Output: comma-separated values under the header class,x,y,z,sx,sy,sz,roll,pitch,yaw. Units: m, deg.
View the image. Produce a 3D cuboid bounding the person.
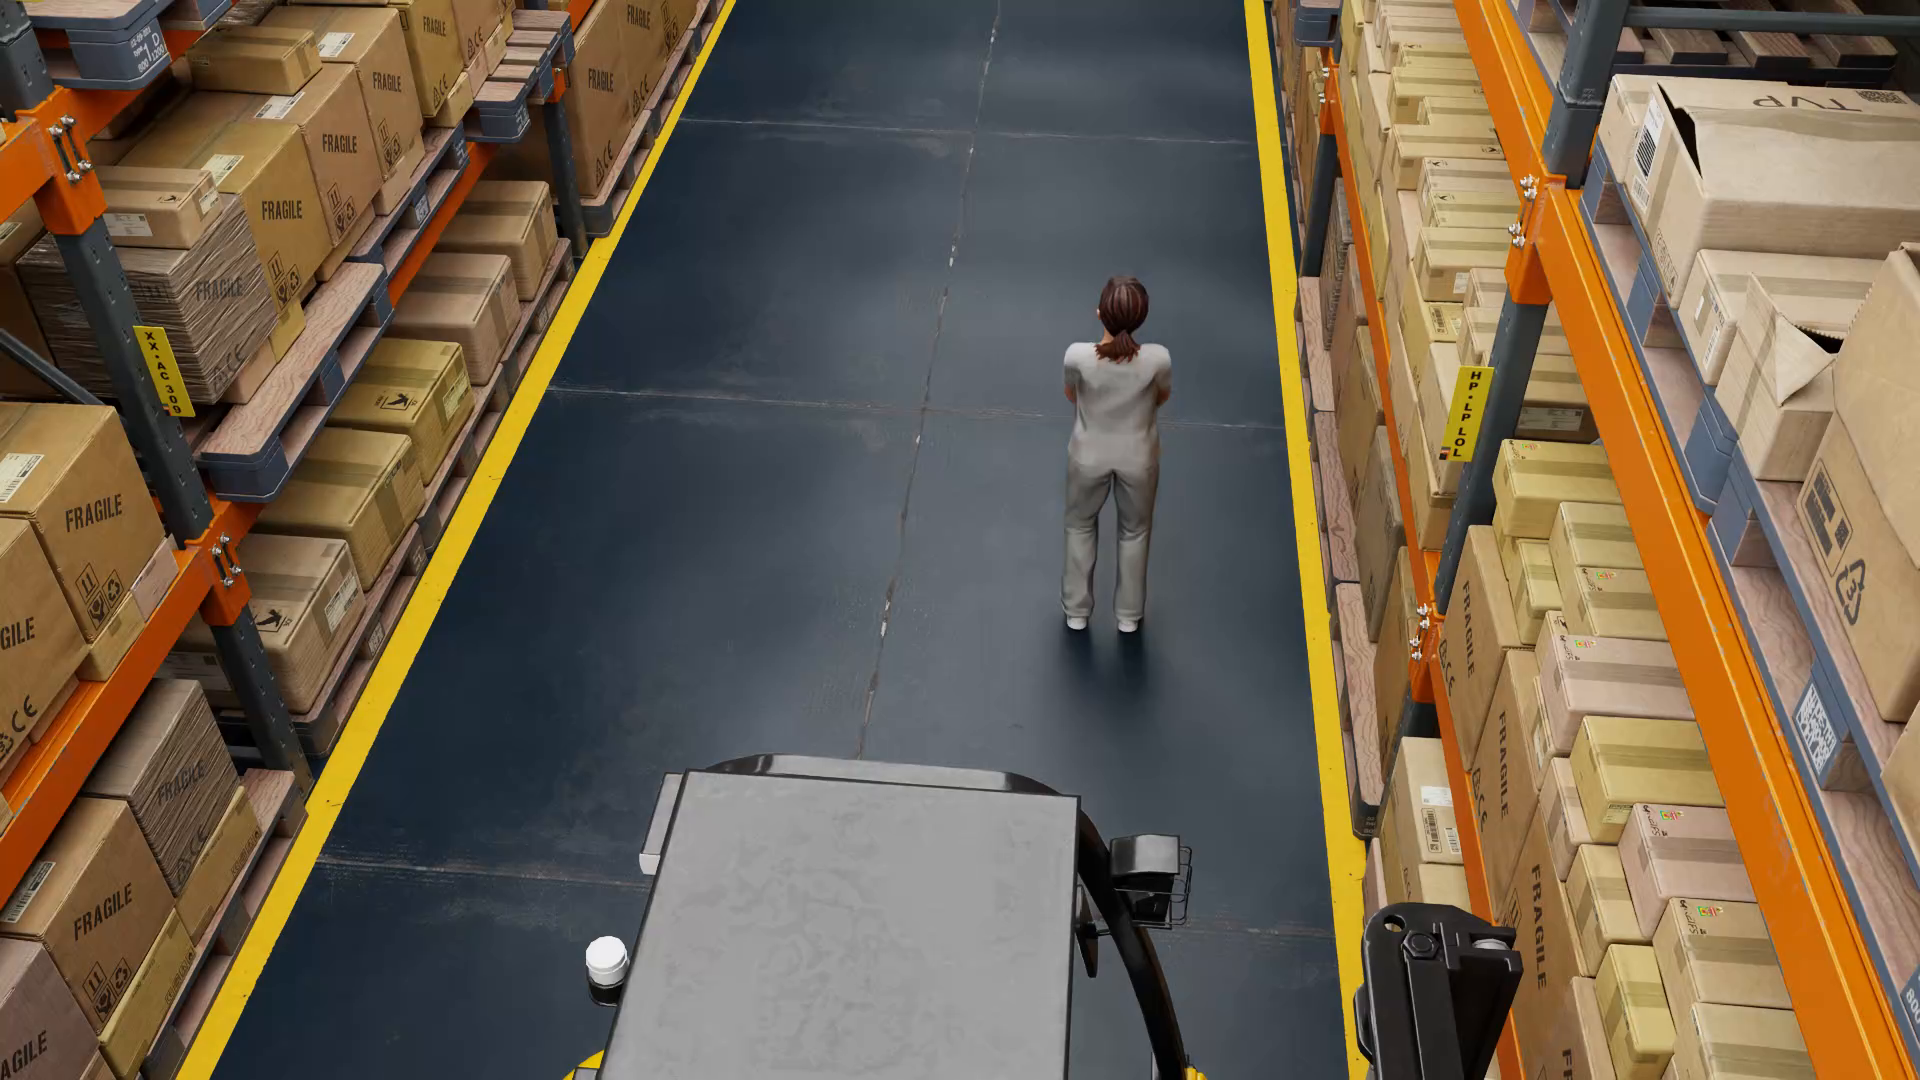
class,x,y,z,sx,sy,sz,roll,pitch,yaw
person,0.605,-0.371,6.605,0.424,1.668,0.542,3,40,4
